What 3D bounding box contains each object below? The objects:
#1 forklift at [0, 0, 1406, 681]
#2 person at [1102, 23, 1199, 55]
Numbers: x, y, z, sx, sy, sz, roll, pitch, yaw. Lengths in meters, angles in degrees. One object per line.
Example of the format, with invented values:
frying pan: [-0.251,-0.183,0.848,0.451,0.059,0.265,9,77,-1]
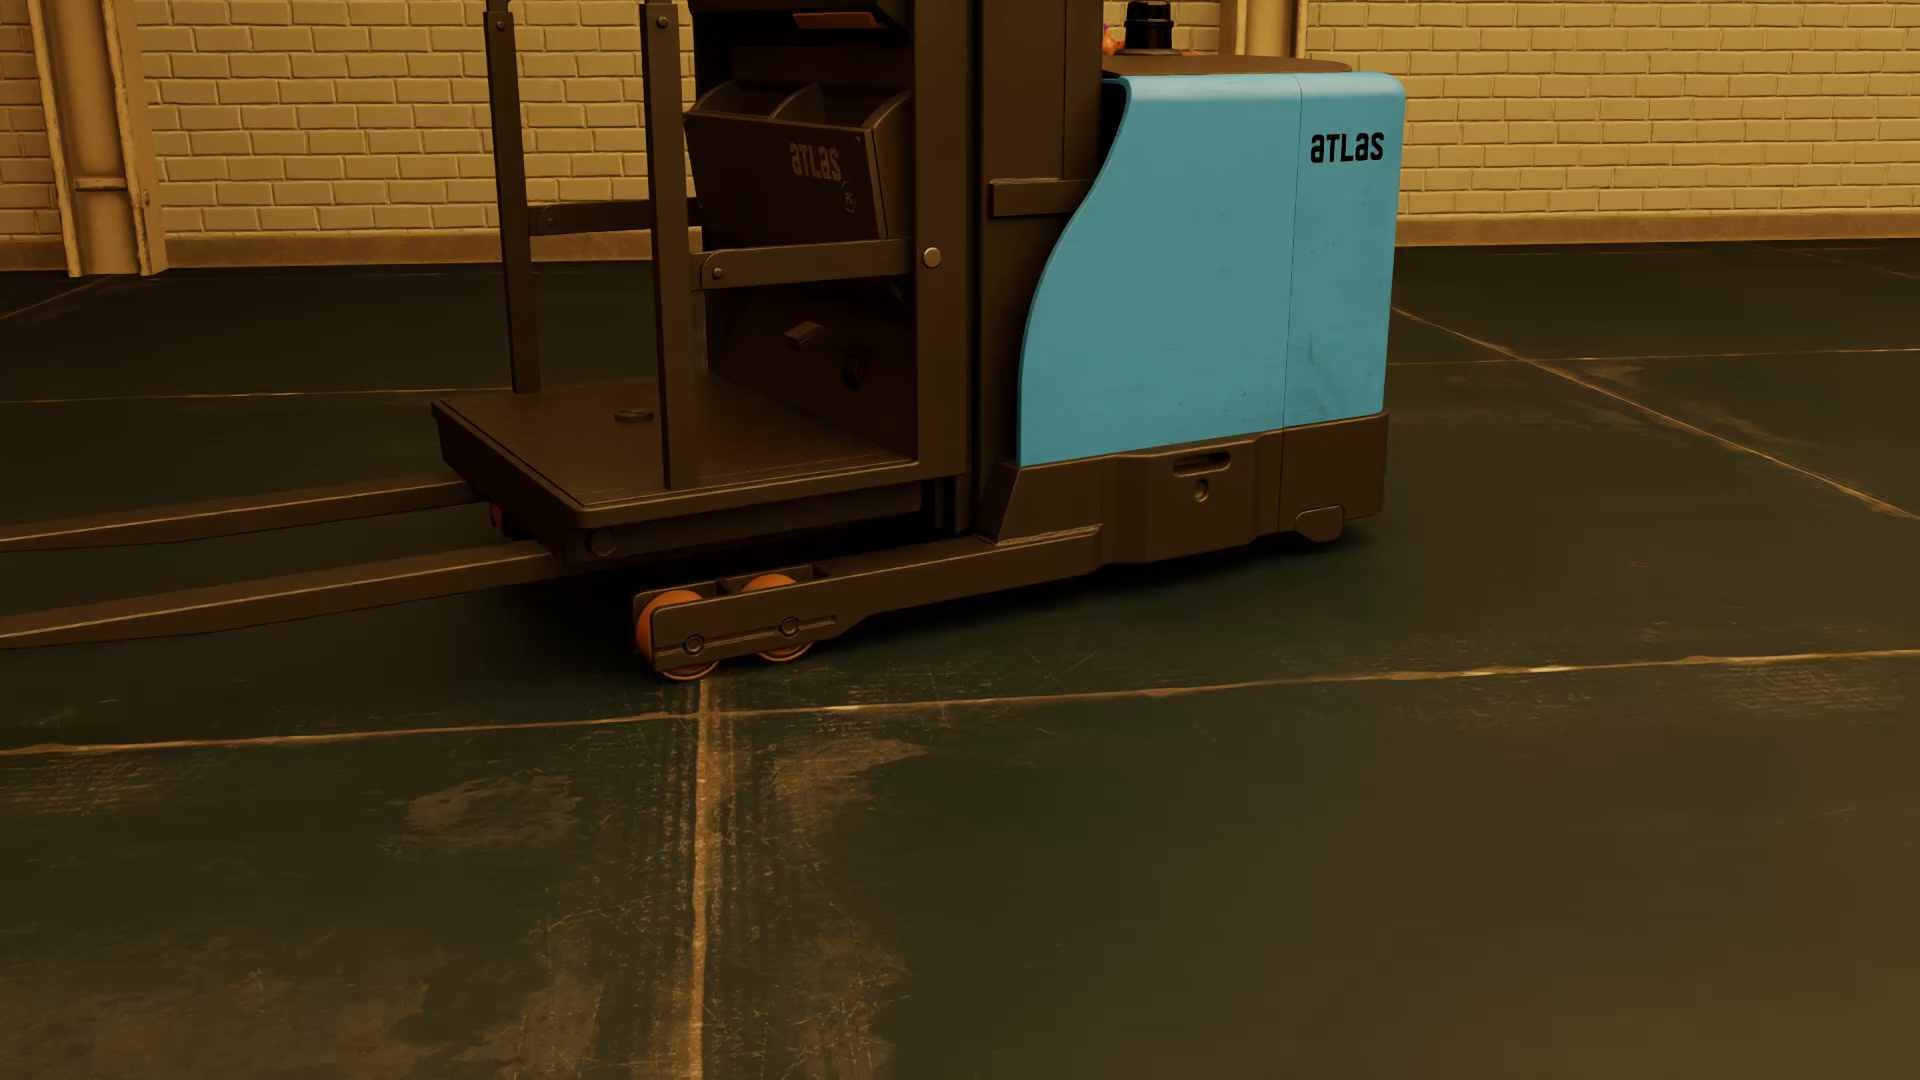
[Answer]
forklift: [-0.526,-1.315,3.251,3.031,2.935,1.130,-10,19,-29]
person: [0.345,-1.171,5.007,0.853,1.659,0.794,0,17,-1]
